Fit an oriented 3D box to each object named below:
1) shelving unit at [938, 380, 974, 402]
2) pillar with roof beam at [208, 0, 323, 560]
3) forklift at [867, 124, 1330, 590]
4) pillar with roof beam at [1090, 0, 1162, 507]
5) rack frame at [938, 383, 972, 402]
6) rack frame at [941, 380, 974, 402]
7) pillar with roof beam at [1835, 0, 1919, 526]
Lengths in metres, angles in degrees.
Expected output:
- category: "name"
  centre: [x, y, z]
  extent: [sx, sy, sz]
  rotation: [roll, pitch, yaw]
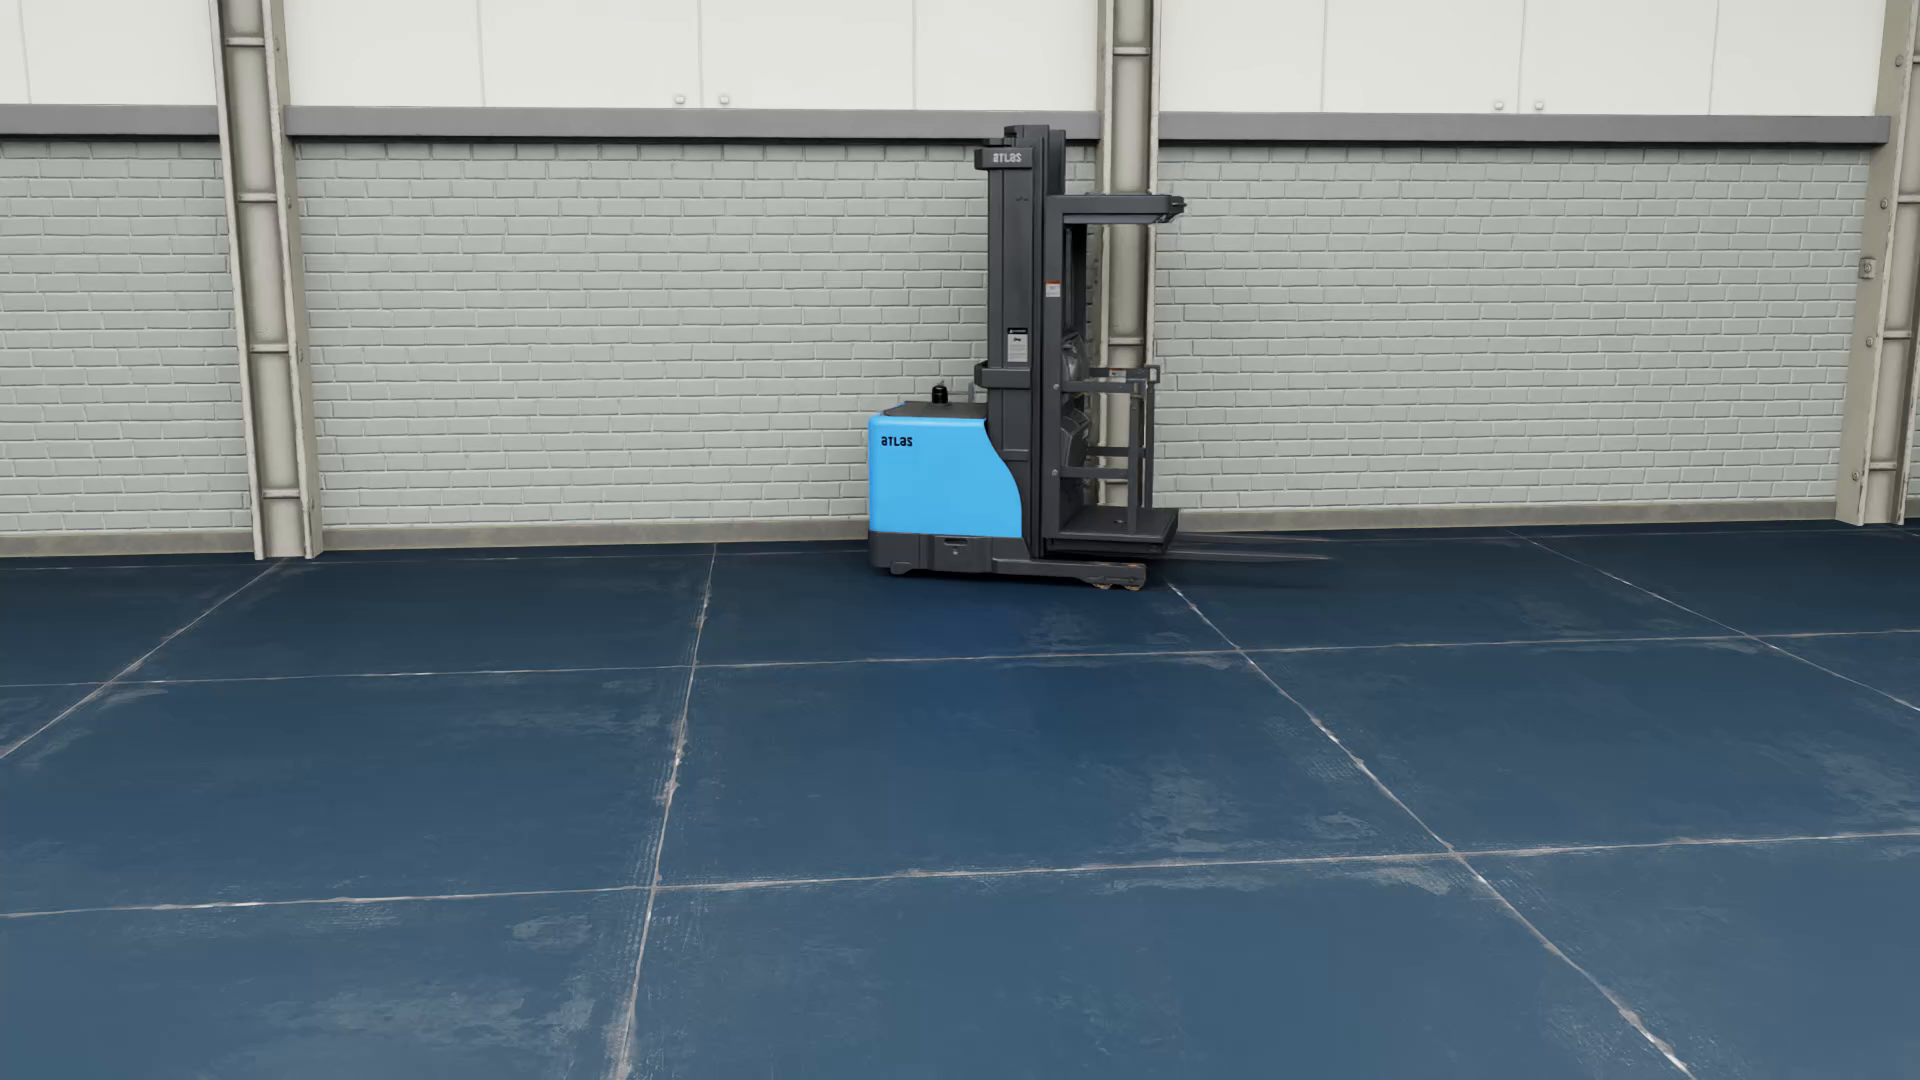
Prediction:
- category: "shelving unit"
  centre: [-0.027, -0.547, 12.038]
  extent: [0.258, 1.200, 0.189]
  rotation: [1, 11, 6]
- category: "pillar with roof beam"
  centre: [-4.305, -3.486, 6.771]
  extent: [0.400, 9.000, 9.100]
  rotation: [-1, 11, -6]
- category: "forklift"
  centre: [0.951, -1.226, 11.005]
  extent: [3.031, 2.935, 1.130]
  rotation: [2, 11, 12]
- category: "pillar with roof beam"
  centre: [1.660, -3.611, 7.407]
  extent: [0.400, 9.000, 9.100]
  rotation: [-1, 11, -6]
- category: "rack frame"
  centre: [-0.037, -0.529, 11.949]
  extent: [0.240, 1.200, 0.006]
  rotation: [1, 11, 6]
- category: "rack frame"
  centre: [-0.017, -0.564, 12.127]
  extent: [0.240, 1.200, 0.006]
  rotation: [1, 11, 6]
- category: "pillar with roof beam"
  centre: [7.625, -3.736, 8.043]
  extent: [0.400, 9.000, 9.100]
  rotation: [-1, 11, -6]
